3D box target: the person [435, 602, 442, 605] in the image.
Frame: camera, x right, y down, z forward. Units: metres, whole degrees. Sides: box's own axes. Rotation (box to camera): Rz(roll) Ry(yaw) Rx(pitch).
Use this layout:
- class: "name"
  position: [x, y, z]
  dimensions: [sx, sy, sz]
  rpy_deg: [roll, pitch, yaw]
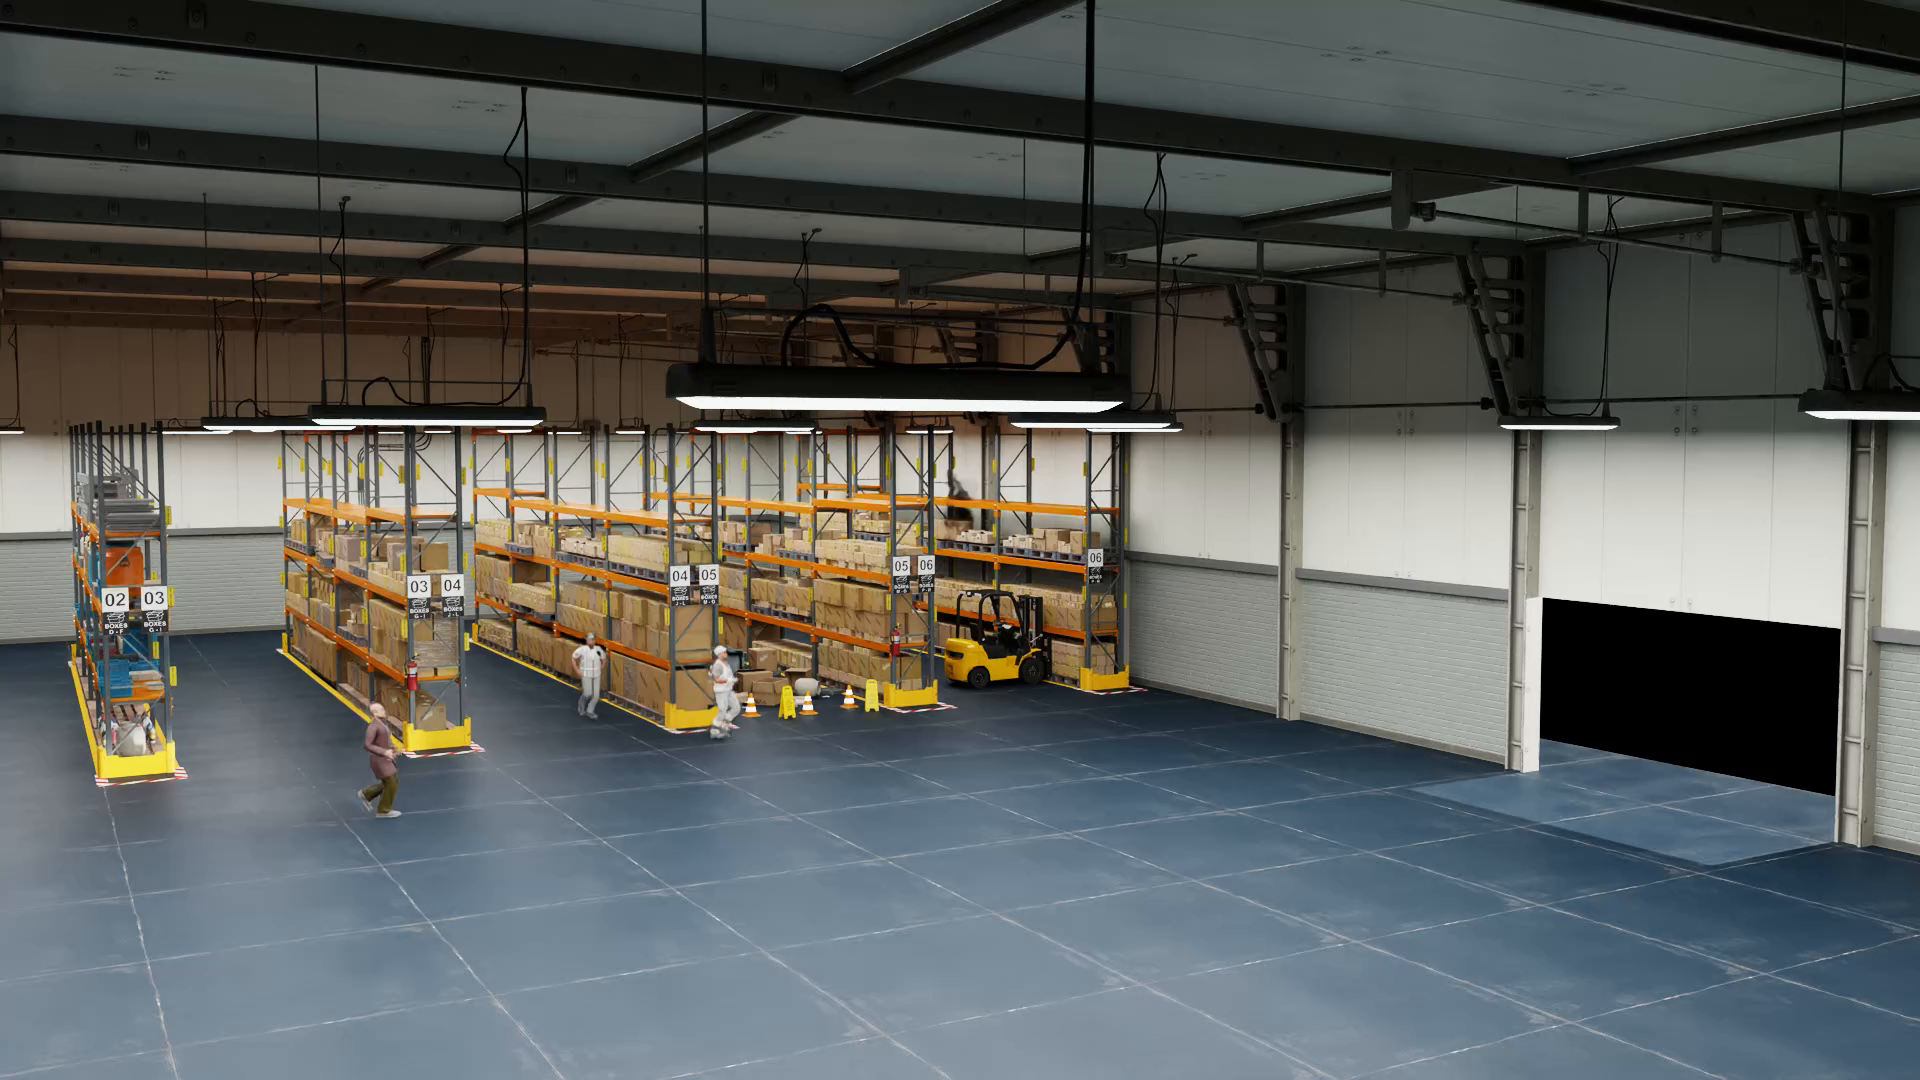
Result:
- class: "person"
  position: [-14.054, 2.101, 44.775]
  dimensions: [0.626, 1.730, 0.637]
  rpy_deg: [-2, 4, -24]

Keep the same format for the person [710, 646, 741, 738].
- class: "person"
  position: [-4.425, 2.888, 31.492]
  dimensions: [0.637, 1.779, 0.635]
  rpy_deg: [1, 4, 17]

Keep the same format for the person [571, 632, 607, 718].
- class: "person"
  position: [-7.501, 2.753, 33.834]
  dimensions: [0.710, 1.757, 0.563]
  rpy_deg: [-2, 4, -30]

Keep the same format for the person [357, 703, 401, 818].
- class: "person"
  position: [-8.741, 3.312, 24.962]
  dimensions: [0.670, 1.725, 0.708]
  rpy_deg: [0, 4, -6]
